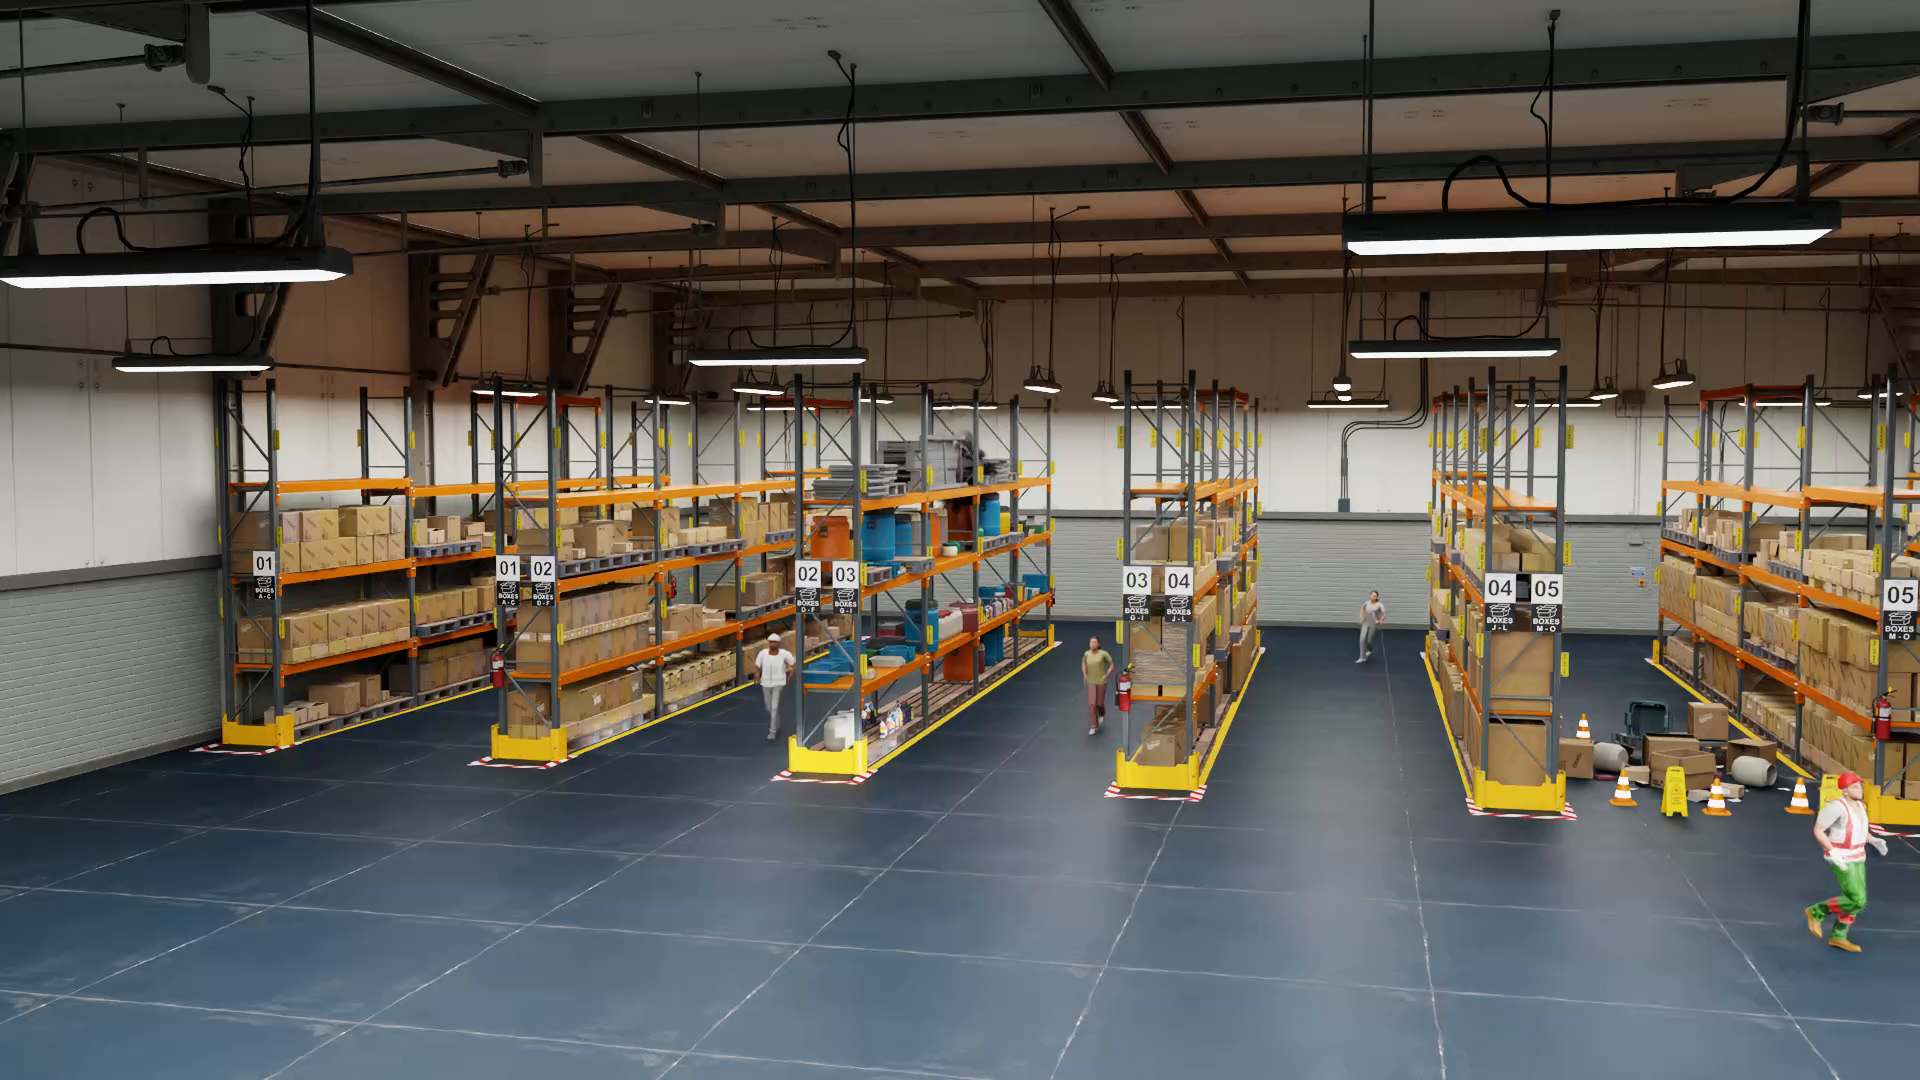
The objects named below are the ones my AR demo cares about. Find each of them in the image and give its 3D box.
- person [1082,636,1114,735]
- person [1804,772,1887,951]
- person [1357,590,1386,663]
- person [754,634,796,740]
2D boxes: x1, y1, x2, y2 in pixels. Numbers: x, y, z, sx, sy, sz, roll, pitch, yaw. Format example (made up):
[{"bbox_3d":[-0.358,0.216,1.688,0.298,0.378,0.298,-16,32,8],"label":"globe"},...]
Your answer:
[{"bbox_3d":[2.364,2.476,28.526,0.577,1.654,0.784,1,4,16],"label":"person"},{"bbox_3d":[8.735,3.151,16.354,0.645,1.750,0.612,-2,4,-33],"label":"person"},{"bbox_3d":[9.323,2.065,37.596,0.625,1.387,0.784,2,4,29],"label":"person"},{"bbox_3d":[-3.134,2.446,28.031,0.707,1.755,0.884,1,3,10],"label":"person"}]
